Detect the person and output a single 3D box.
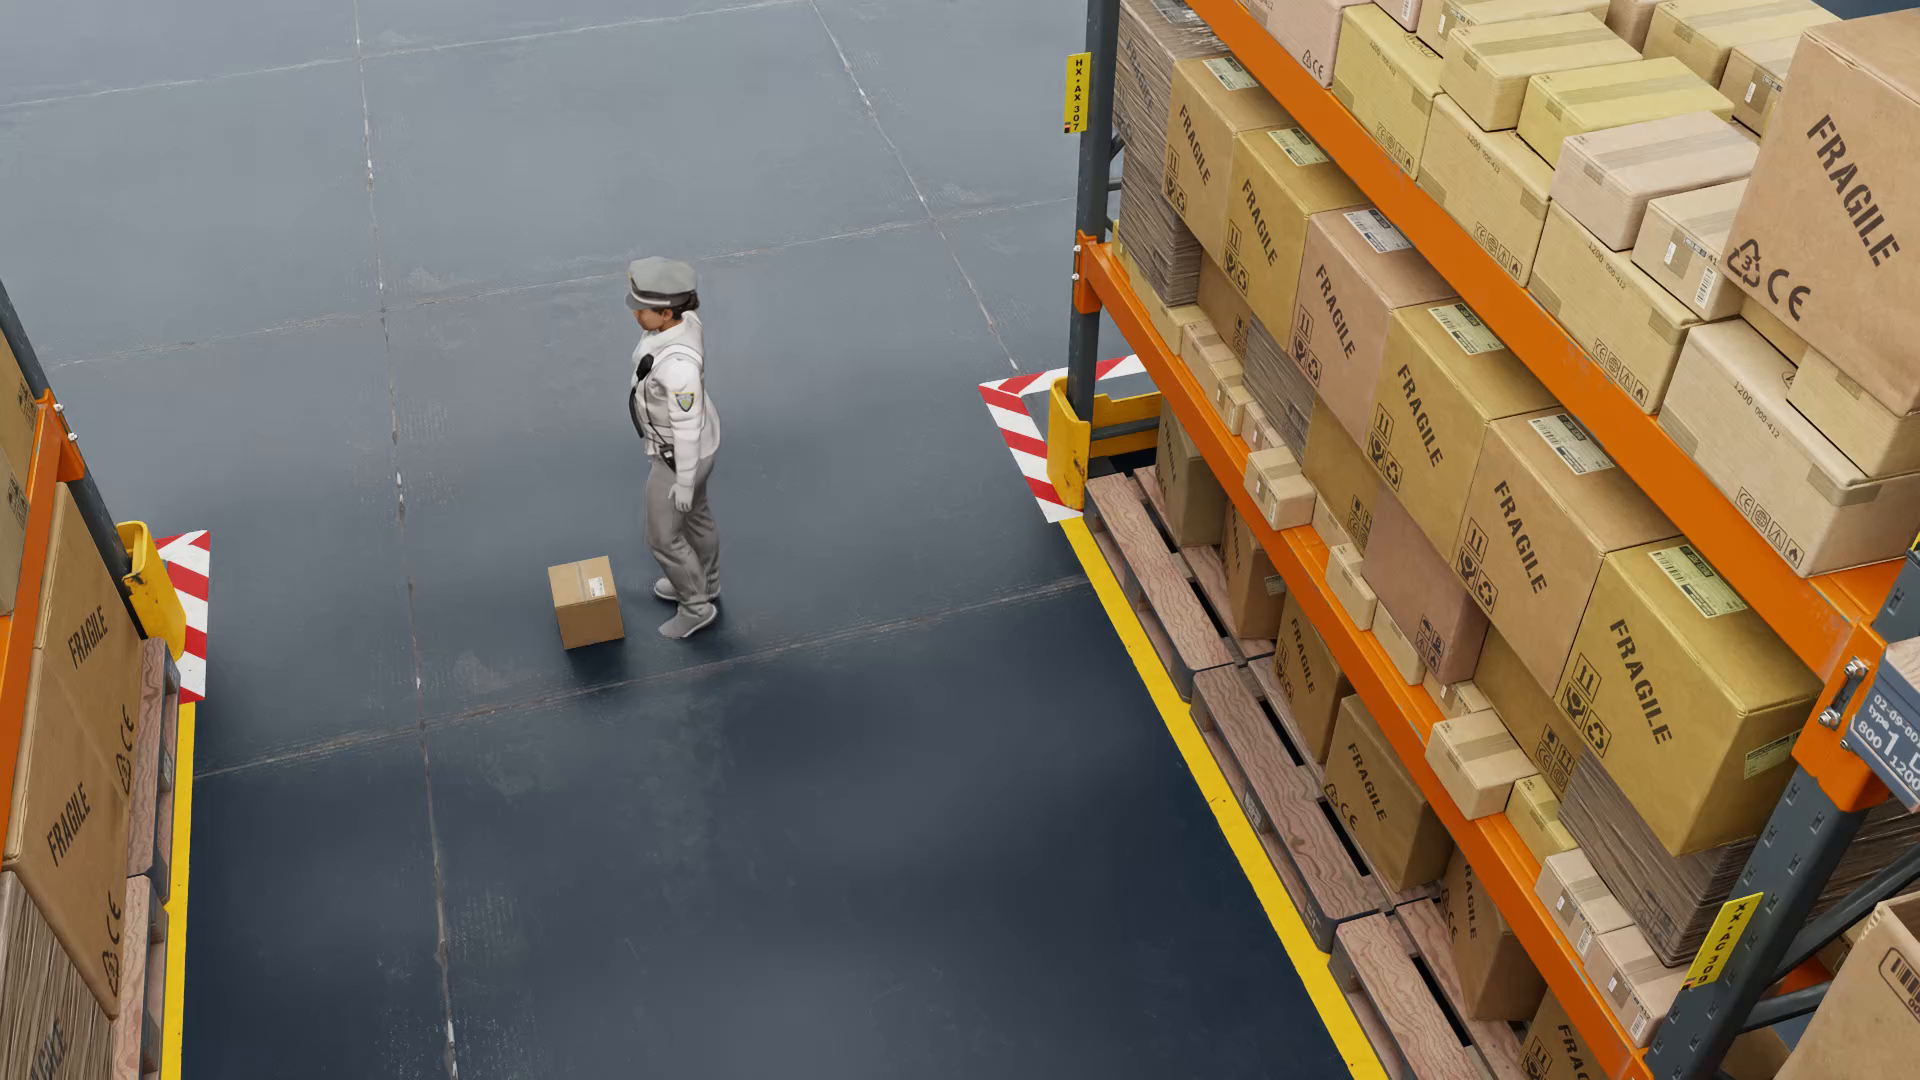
[{"bbox_3d":[-1.122,-0.348,6.565,0.367,1.732,0.540,-4,43,-4],"label":"person"}]
